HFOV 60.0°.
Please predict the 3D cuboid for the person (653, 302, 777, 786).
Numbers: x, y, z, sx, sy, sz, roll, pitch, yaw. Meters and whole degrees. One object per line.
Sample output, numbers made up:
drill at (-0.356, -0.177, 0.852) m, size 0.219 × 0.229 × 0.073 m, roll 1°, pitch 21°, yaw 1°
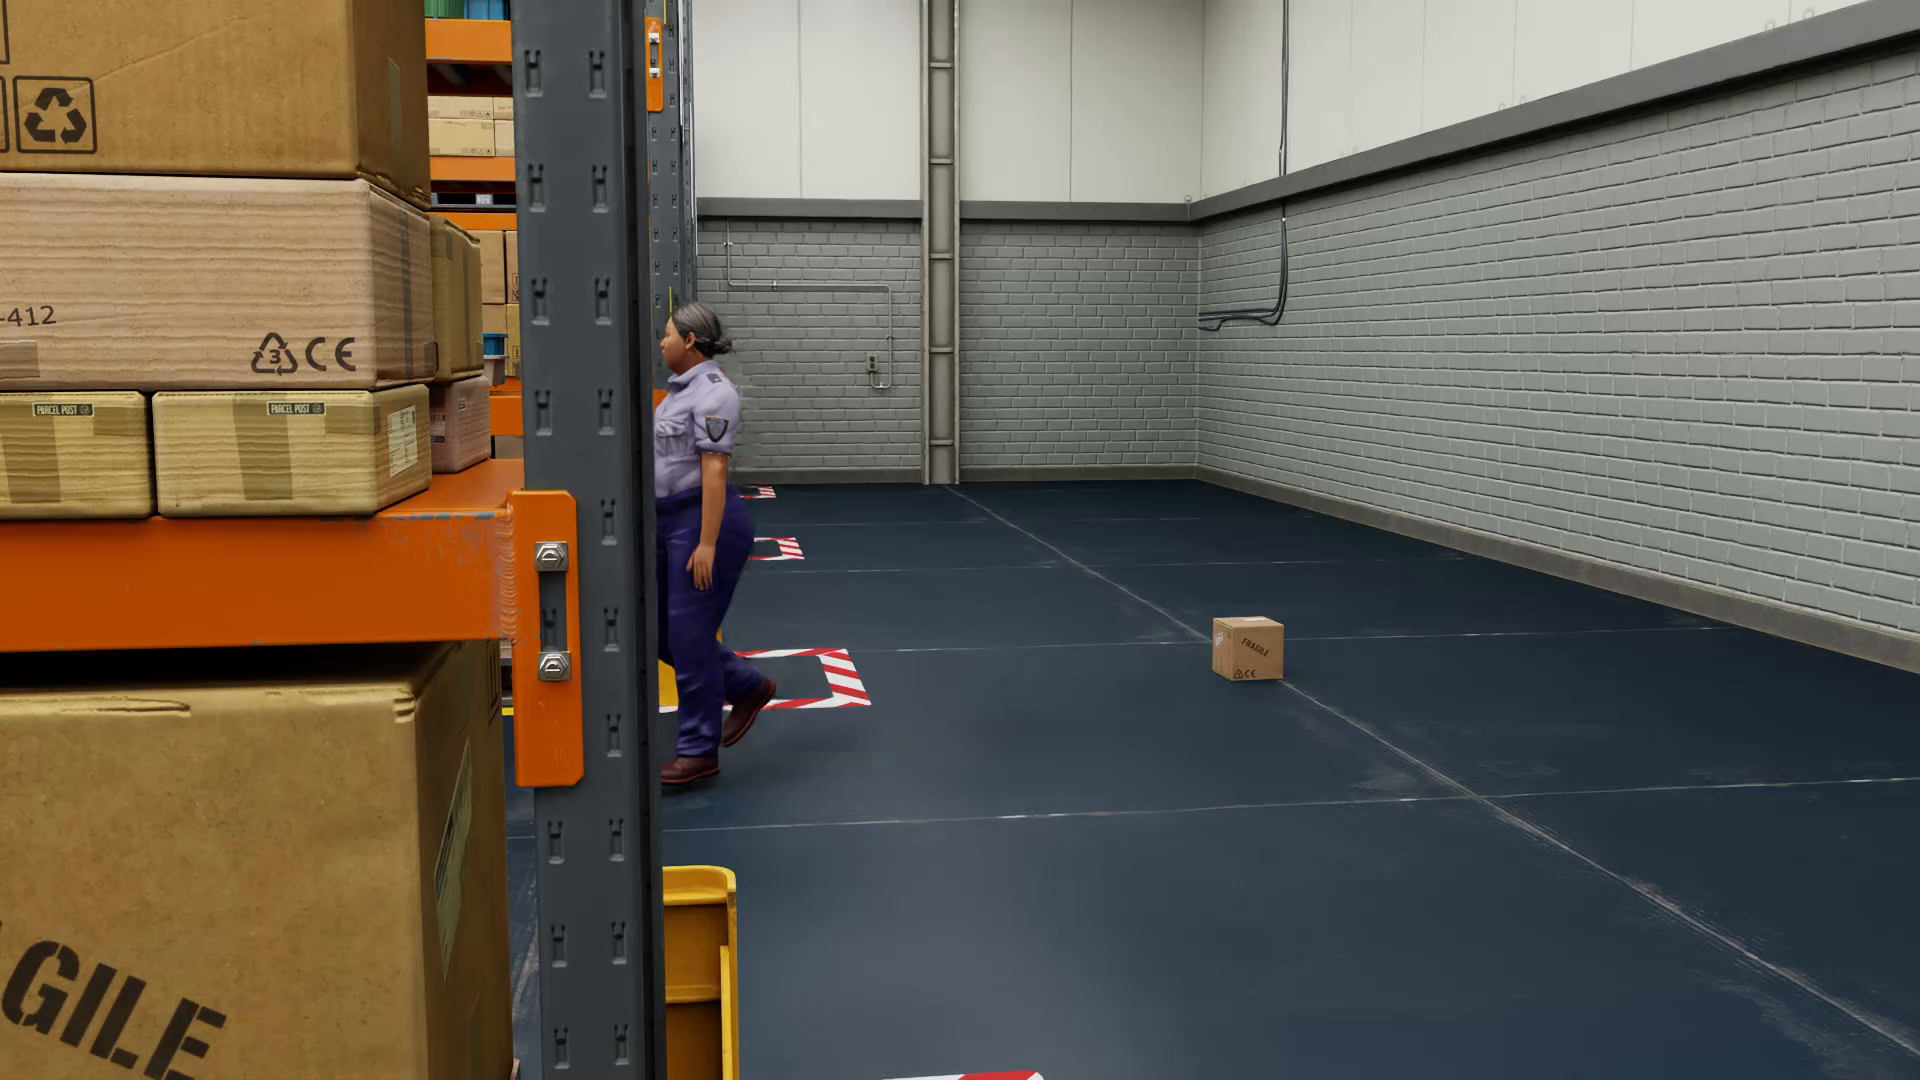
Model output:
person at (-0.910, -0.015, 5.845) m, size 0.605 × 1.629 × 0.527 m, roll -4°, pitch 8°, yaw -30°
